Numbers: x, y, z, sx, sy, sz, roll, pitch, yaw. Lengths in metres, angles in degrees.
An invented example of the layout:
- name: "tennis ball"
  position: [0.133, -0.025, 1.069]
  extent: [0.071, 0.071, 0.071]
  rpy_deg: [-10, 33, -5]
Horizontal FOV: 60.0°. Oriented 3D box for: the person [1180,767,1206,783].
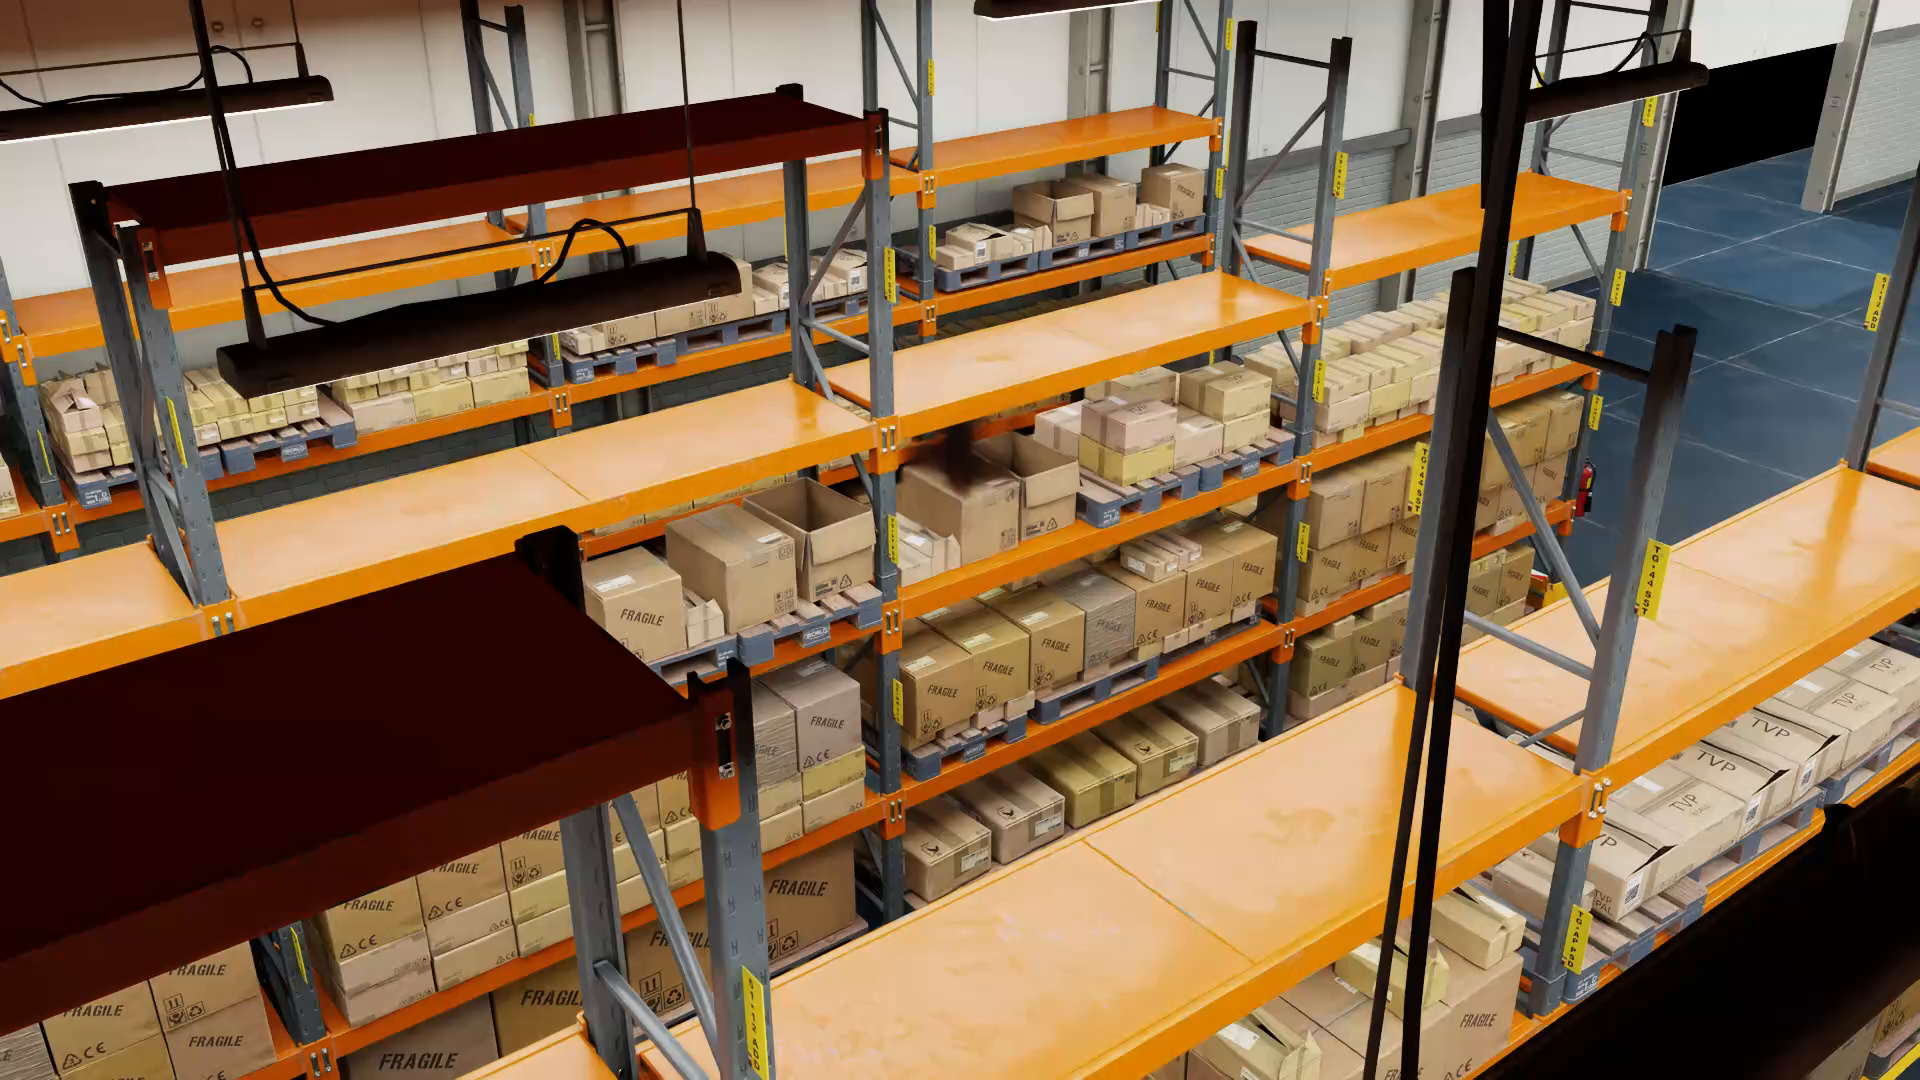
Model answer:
- name: "person"
  position: [1.462, 2.189, 11.104]
  extent: [0.375, 1.648, 0.475]
  rpy_deg: [1, 26, 2]
